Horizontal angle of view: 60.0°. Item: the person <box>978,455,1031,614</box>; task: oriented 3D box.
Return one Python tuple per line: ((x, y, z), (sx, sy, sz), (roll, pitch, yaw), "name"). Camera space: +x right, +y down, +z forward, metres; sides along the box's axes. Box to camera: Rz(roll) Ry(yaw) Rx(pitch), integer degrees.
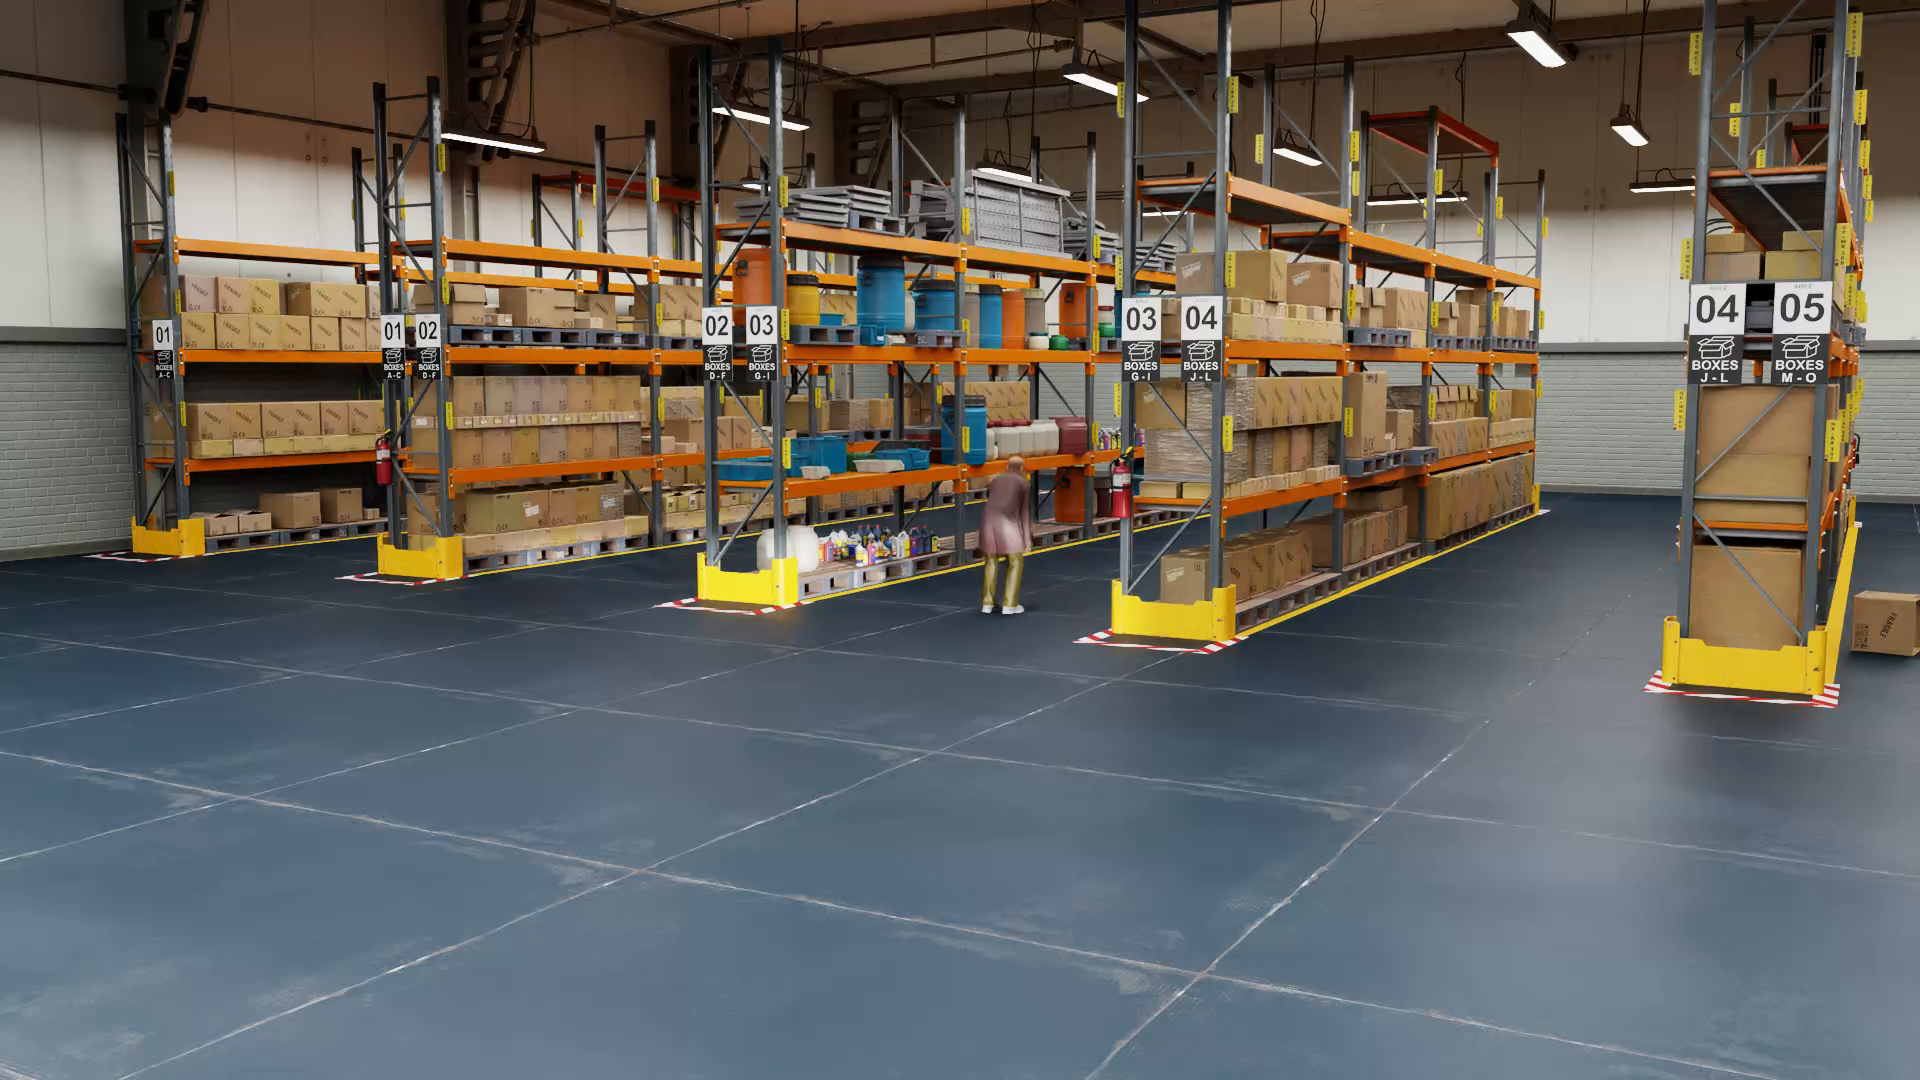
((0.497, -0.058, 17.421), (0.544, 1.626, 0.697), (3, 7, 27), "person")
